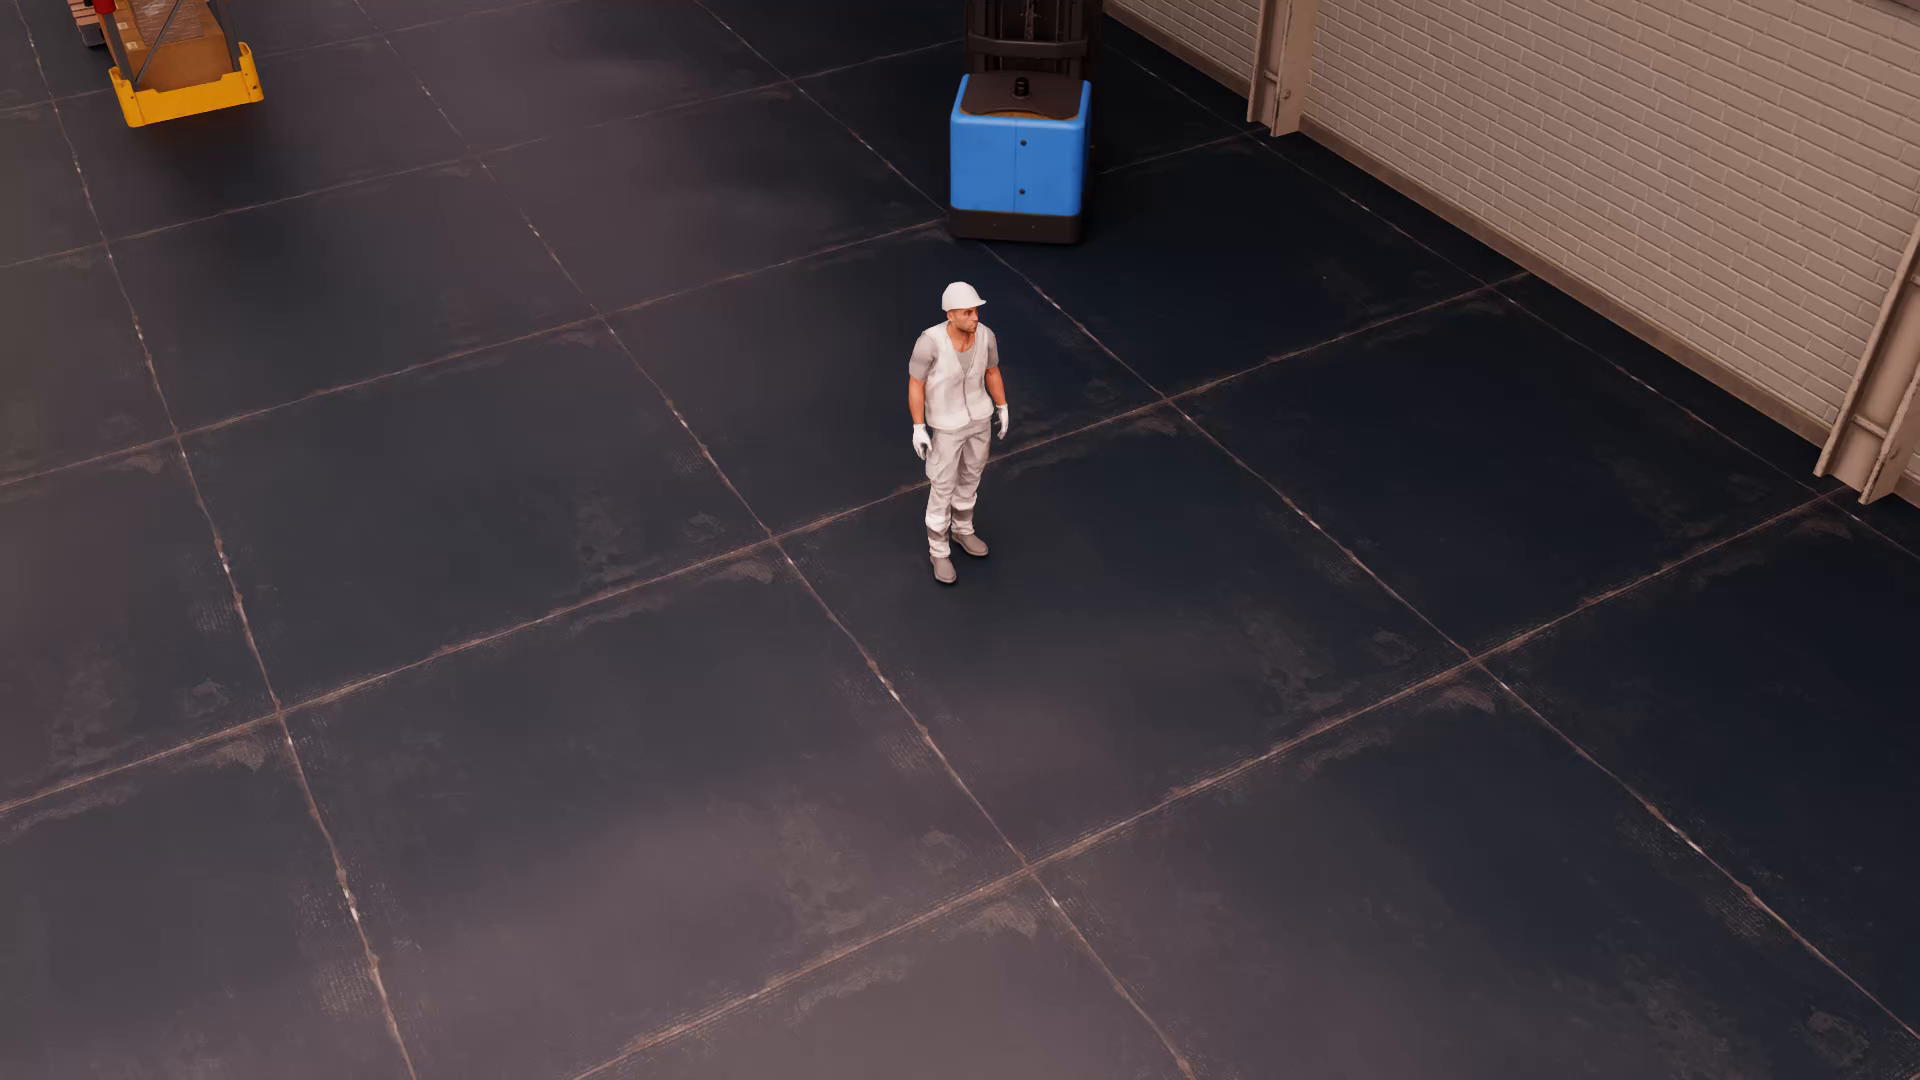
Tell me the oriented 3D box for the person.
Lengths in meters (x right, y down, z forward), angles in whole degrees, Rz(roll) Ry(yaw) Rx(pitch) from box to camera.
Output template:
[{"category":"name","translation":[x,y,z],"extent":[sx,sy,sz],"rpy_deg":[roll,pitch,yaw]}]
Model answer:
[{"category":"person","translation":[0.029,-0.646,9.698],"extent":[0.637,1.787,0.564],"rpy_deg":[-20,44,-23]}]

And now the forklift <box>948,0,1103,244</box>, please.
[{"category":"forklift","translation":[0.613,-4.380,13.317],"extent":[1.130,2.935,3.031],"rpy_deg":[5,40,6]}]
